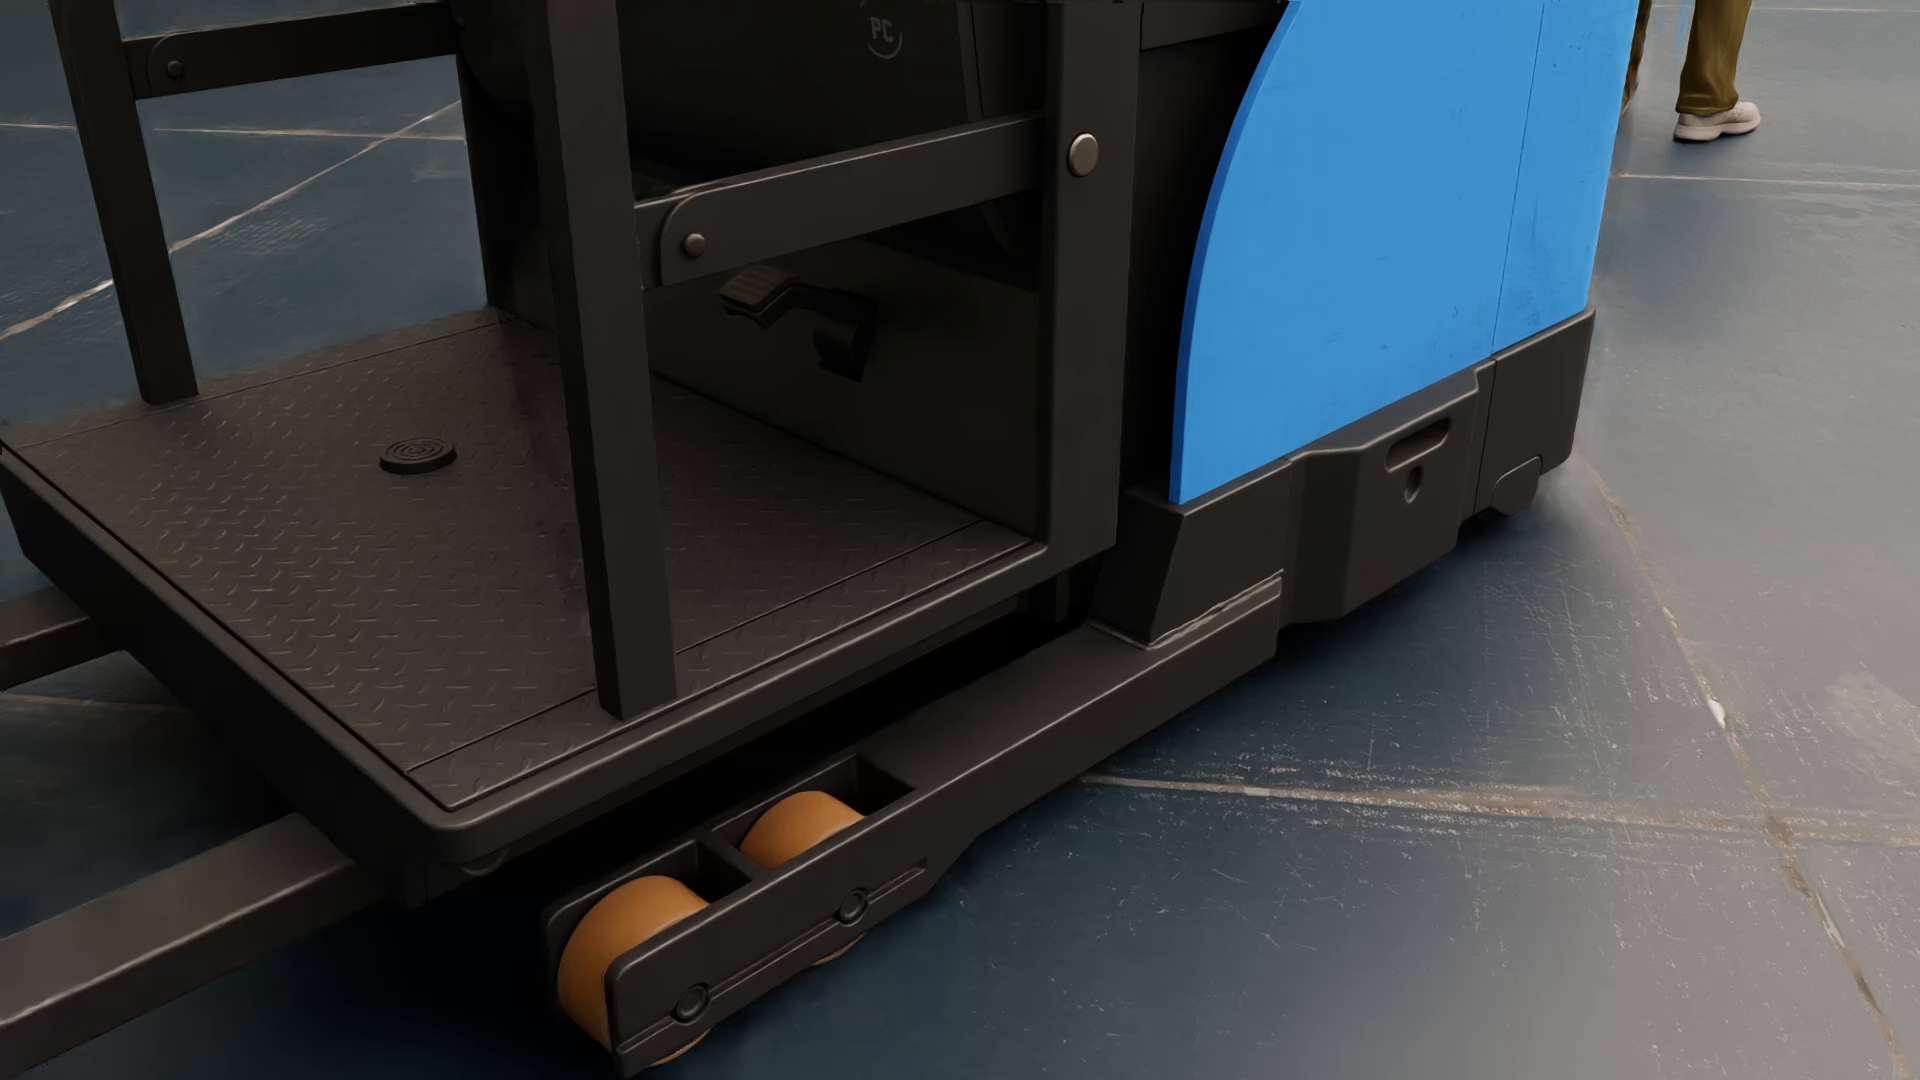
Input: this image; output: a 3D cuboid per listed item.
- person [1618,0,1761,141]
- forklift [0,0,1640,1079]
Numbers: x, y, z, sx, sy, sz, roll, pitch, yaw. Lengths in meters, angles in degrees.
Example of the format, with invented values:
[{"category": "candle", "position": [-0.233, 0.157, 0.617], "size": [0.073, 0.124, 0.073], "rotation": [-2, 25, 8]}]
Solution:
[{"category": "person", "position": [2.053, -2.032, 4.589], "size": [0.643, 1.772, 0.433], "rotation": [18, 32, 32]}, {"category": "forklift", "position": [-0.434, -1.090, 1.402], "size": [3.031, 2.935, 1.130], "rotation": [-24, 35, -39]}]
